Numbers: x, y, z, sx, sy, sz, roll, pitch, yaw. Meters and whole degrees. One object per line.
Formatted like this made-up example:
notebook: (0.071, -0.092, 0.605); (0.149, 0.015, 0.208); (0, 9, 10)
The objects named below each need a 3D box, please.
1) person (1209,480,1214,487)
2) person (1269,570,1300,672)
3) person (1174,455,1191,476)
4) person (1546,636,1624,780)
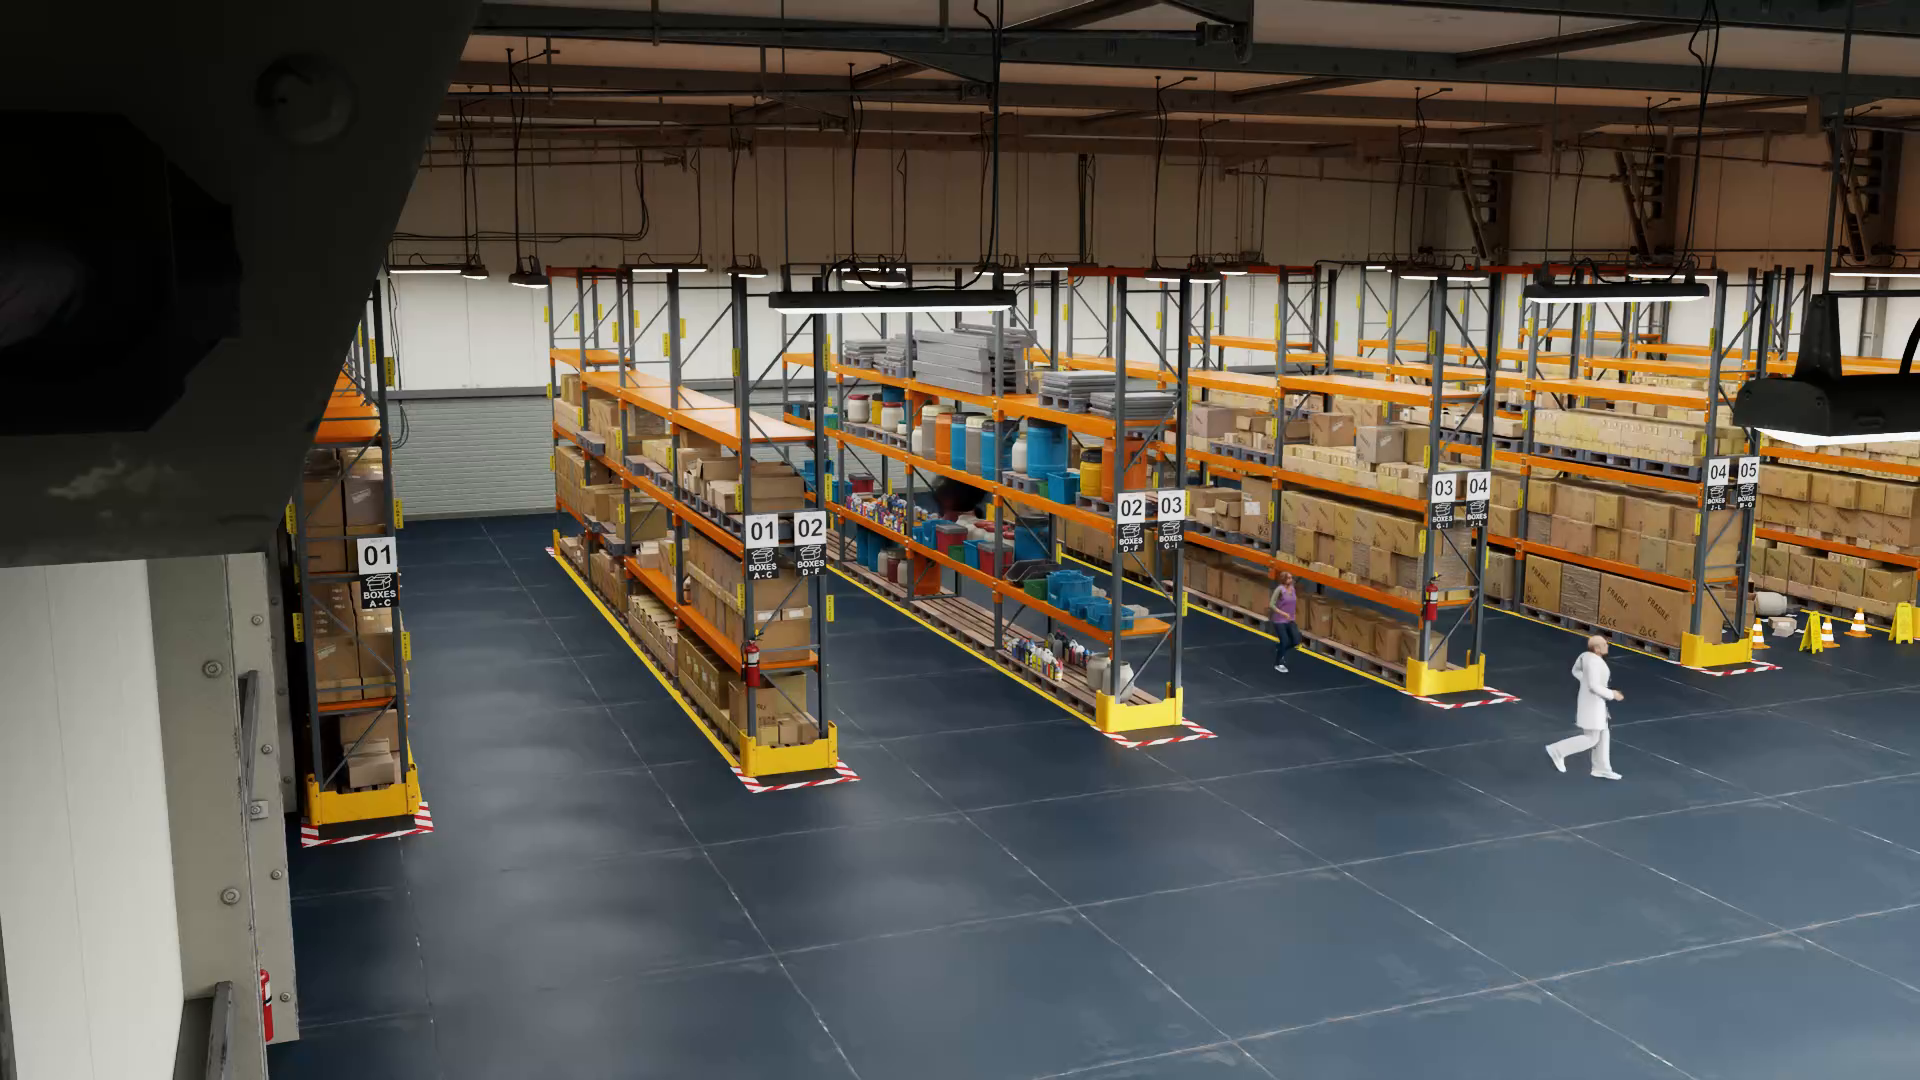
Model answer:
person: (5.034, -0.368, 33.738); (0.677, 1.719, 0.567); (-5, 11, -27)
person: (4.903, 1.229, 25.095); (0.553, 1.563, 0.533); (-6, 12, -31)
person: (5.532, -1.716, 41.525); (0.707, 1.729, 0.703); (-5, 11, -26)
person: (7.564, 2.018, 20.073); (0.934, 1.781, 0.718); (2, 10, 10)
